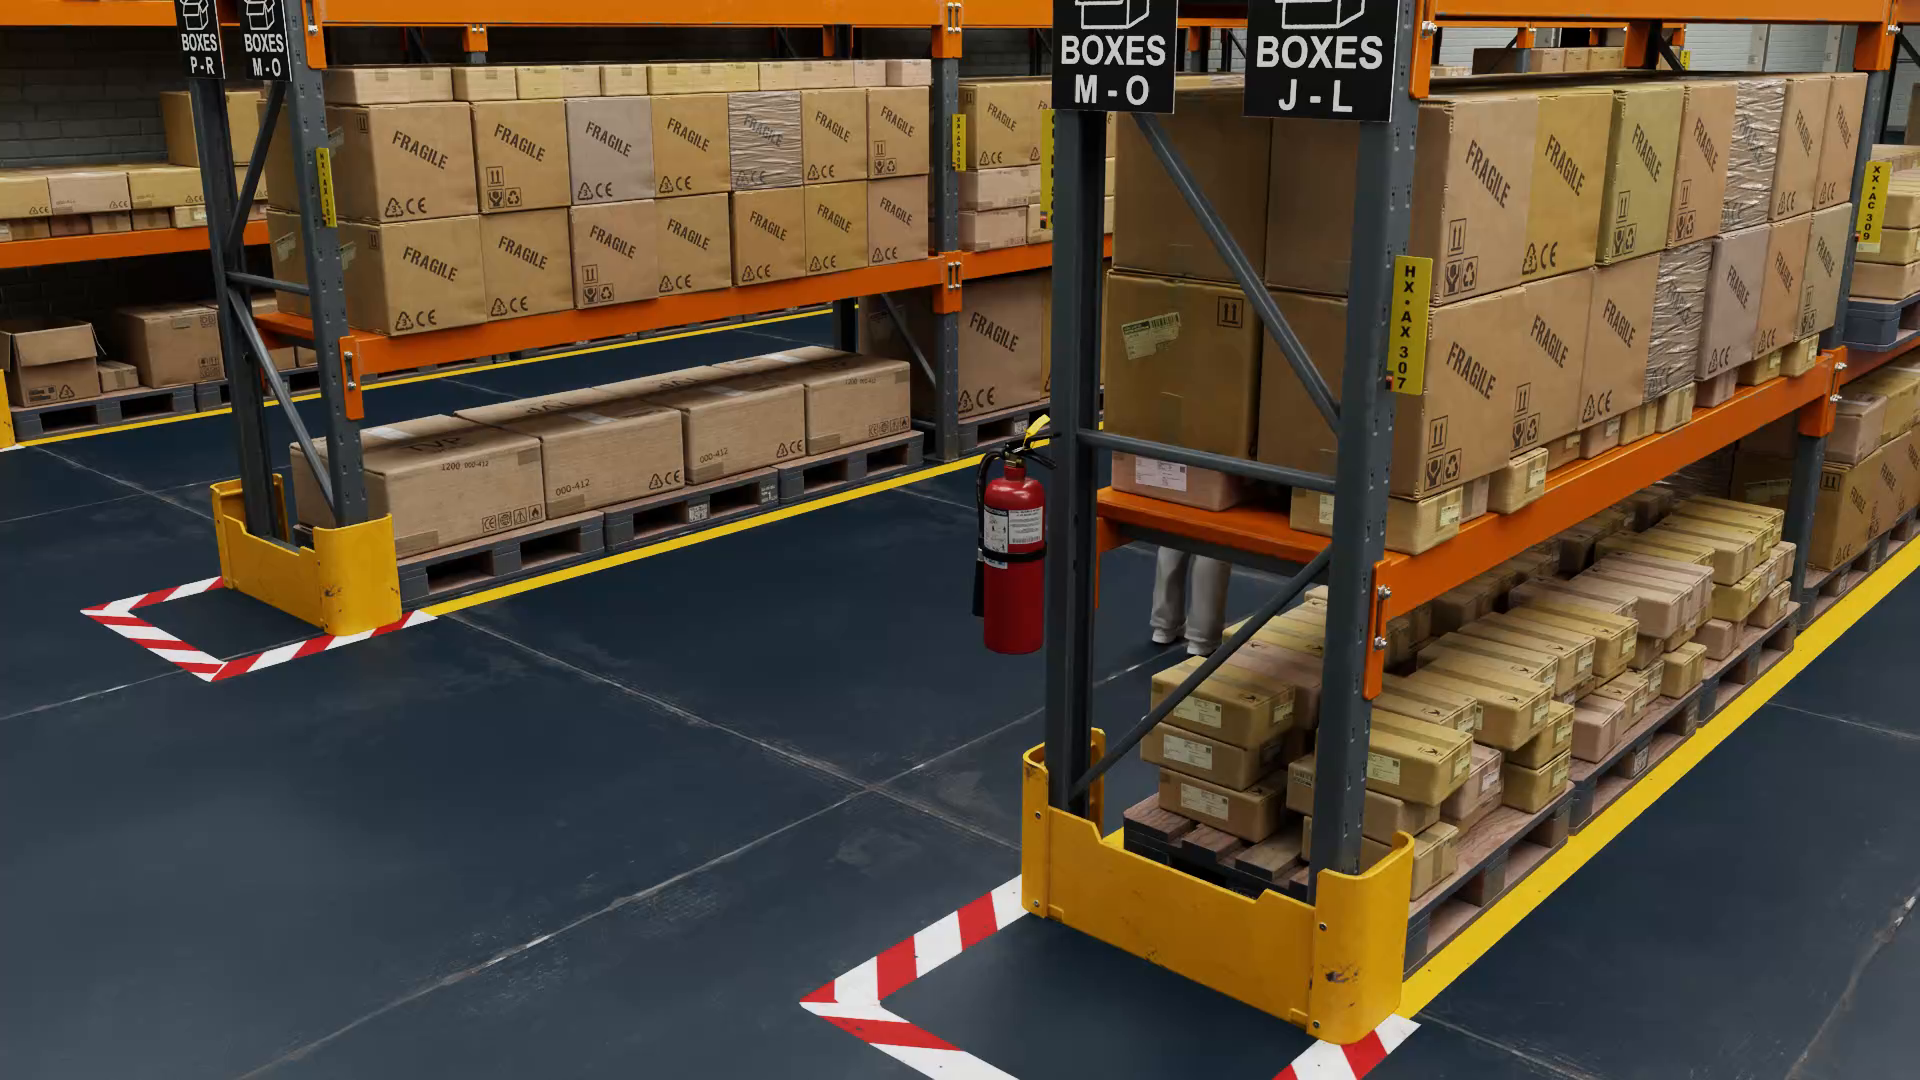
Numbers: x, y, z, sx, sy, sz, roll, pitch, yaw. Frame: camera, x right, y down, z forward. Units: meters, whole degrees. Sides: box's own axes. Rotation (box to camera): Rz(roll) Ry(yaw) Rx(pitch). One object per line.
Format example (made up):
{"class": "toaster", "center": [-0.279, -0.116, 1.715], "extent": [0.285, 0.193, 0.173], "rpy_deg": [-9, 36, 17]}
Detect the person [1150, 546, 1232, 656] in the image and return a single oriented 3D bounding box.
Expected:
{"class": "person", "center": [1.057, -0.344, 7.201], "extent": [0.558, 1.654, 0.439], "rpy_deg": [-15, 22, -40]}
